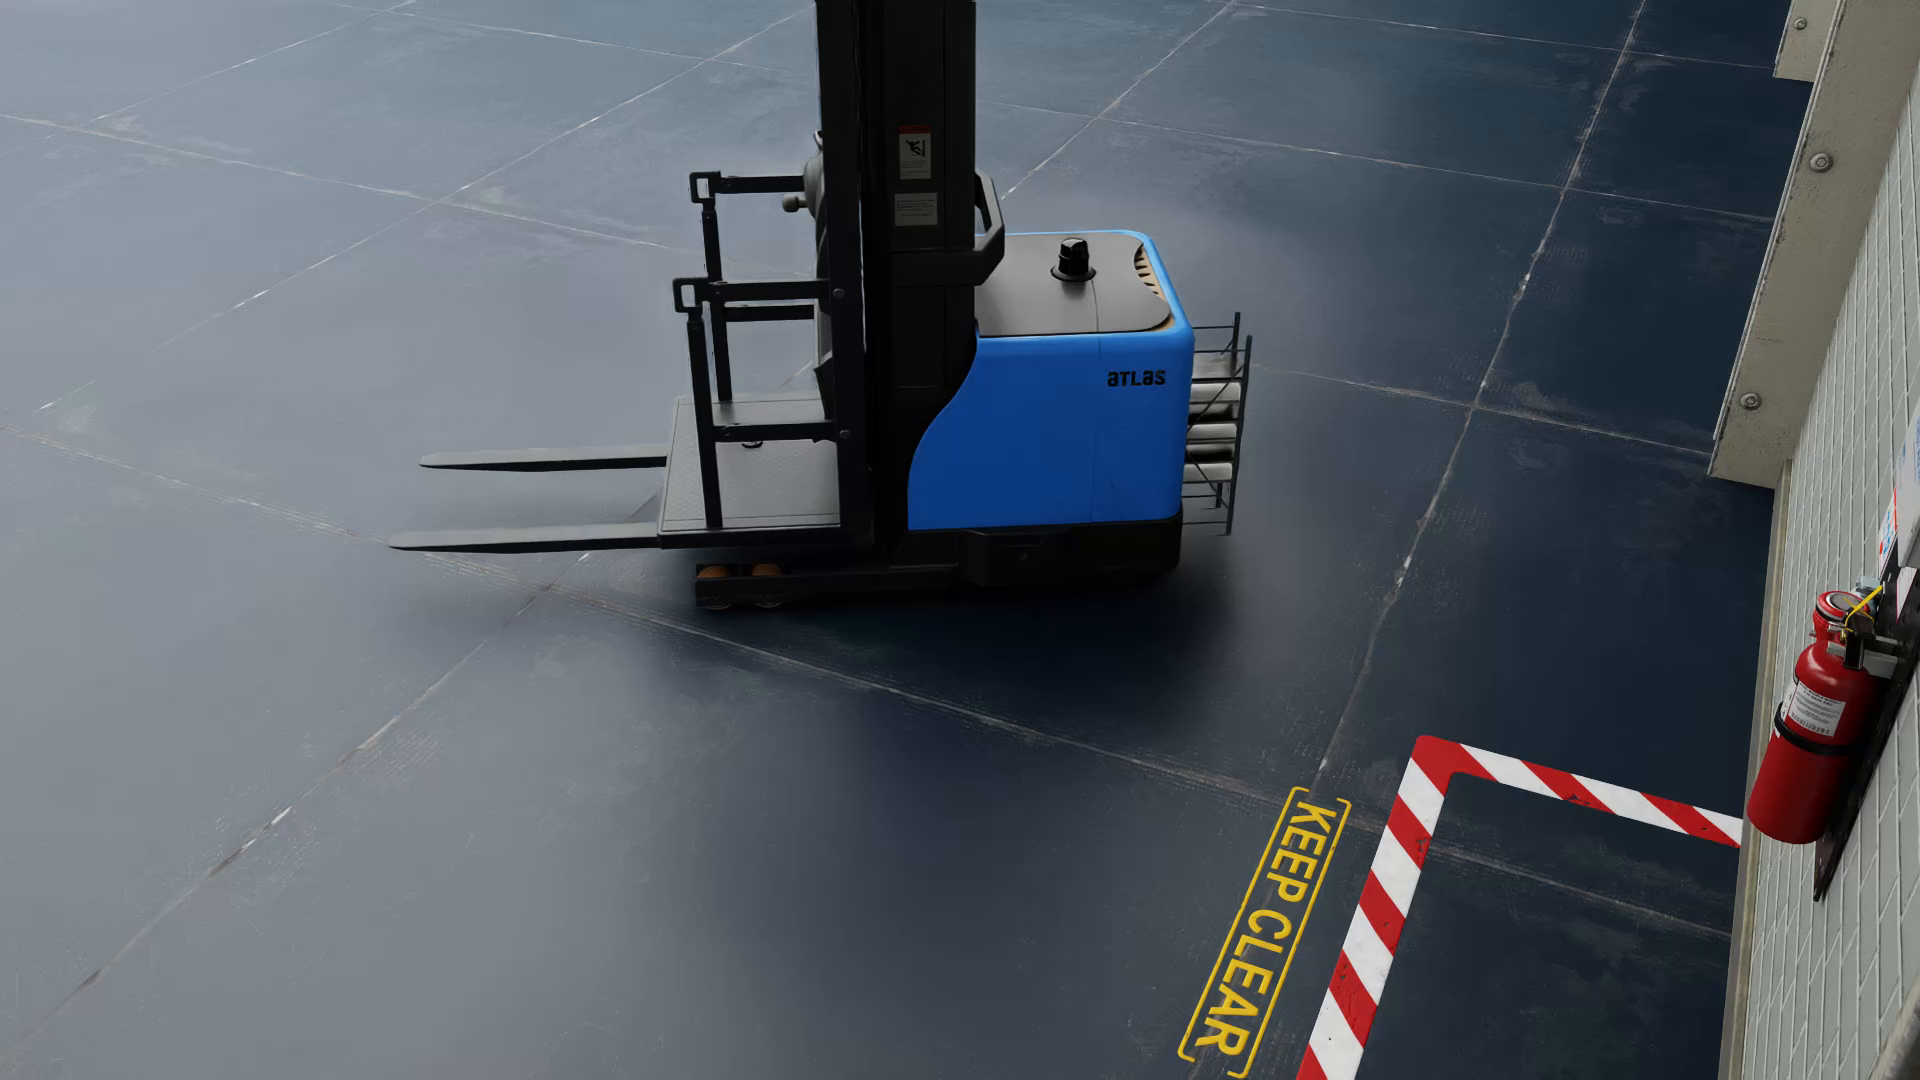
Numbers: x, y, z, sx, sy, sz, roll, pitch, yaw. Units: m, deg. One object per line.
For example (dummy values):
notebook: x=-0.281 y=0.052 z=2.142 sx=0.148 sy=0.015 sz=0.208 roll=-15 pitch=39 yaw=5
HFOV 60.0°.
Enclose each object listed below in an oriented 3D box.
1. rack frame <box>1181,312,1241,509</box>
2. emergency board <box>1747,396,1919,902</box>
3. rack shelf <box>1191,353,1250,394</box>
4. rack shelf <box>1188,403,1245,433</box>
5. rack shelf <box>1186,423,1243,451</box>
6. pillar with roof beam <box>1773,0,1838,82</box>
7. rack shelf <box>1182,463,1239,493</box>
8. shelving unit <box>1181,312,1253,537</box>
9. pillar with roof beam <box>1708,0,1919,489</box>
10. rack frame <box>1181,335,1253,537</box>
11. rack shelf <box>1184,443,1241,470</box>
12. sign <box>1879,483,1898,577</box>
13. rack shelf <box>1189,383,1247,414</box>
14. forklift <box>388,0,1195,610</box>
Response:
rack frame: x=0.970 y=-0.505 z=6.699 sx=0.240 sy=0.900 sz=0.006 roll=-2 pitch=33 yaw=-4
emergency board: x=2.007 y=0.169 z=3.757 sx=0.194 sy=1.169 sz=0.643 roll=14 pitch=36 yaw=20
rack shelf: x=0.978 y=-0.647 z=6.484 sx=0.258 sy=0.077 sz=0.200 roll=-2 pitch=33 yaw=-4
rack shelf: x=0.978 y=-0.497 z=6.583 sx=0.258 sy=0.077 sz=0.200 roll=-2 pitch=33 yaw=-4
rack shelf: x=0.978 y=-0.421 z=6.632 sx=0.258 sy=0.077 sz=0.200 roll=-2 pitch=33 yaw=-4
pillar with roof beam: x=2.049 y=-8.082 z=10.869 sx=9.100 sy=9.000 sz=0.400 roll=14 pitch=36 yaw=20
rack shelf: x=0.977 y=-0.271 z=6.731 sx=0.258 sy=0.077 sz=0.200 roll=-2 pitch=33 yaw=-4
shelving unit: x=0.978 y=-0.449 z=6.614 sx=0.258 sy=0.900 sz=0.210 roll=-2 pitch=33 yaw=-4
pillar with roof beam: x=-0.461 y=-5.094 z=6.312 sx=9.100 sy=9.000 sz=0.400 roll=14 pitch=36 yaw=20
rack frame: x=0.986 y=-0.394 z=6.529 sx=0.240 sy=0.900 sz=0.006 roll=-2 pitch=33 yaw=-4
rack shelf: x=0.978 y=-0.346 z=6.682 sx=0.258 sy=0.077 sz=0.200 roll=-2 pitch=33 yaw=-4
sign: x=2.332 y=-0.098 z=4.131 sx=0.001 sy=0.329 sz=0.234 roll=14 pitch=36 yaw=20
rack shelf: x=0.978 y=-0.572 z=6.534 sx=0.258 sy=0.077 sz=0.200 roll=-2 pitch=33 yaw=-4
forklift: x=-0.685 y=-1.262 z=6.001 sx=3.031 sy=2.935 sz=1.130 roll=-2 pitch=33 yaw=-4
